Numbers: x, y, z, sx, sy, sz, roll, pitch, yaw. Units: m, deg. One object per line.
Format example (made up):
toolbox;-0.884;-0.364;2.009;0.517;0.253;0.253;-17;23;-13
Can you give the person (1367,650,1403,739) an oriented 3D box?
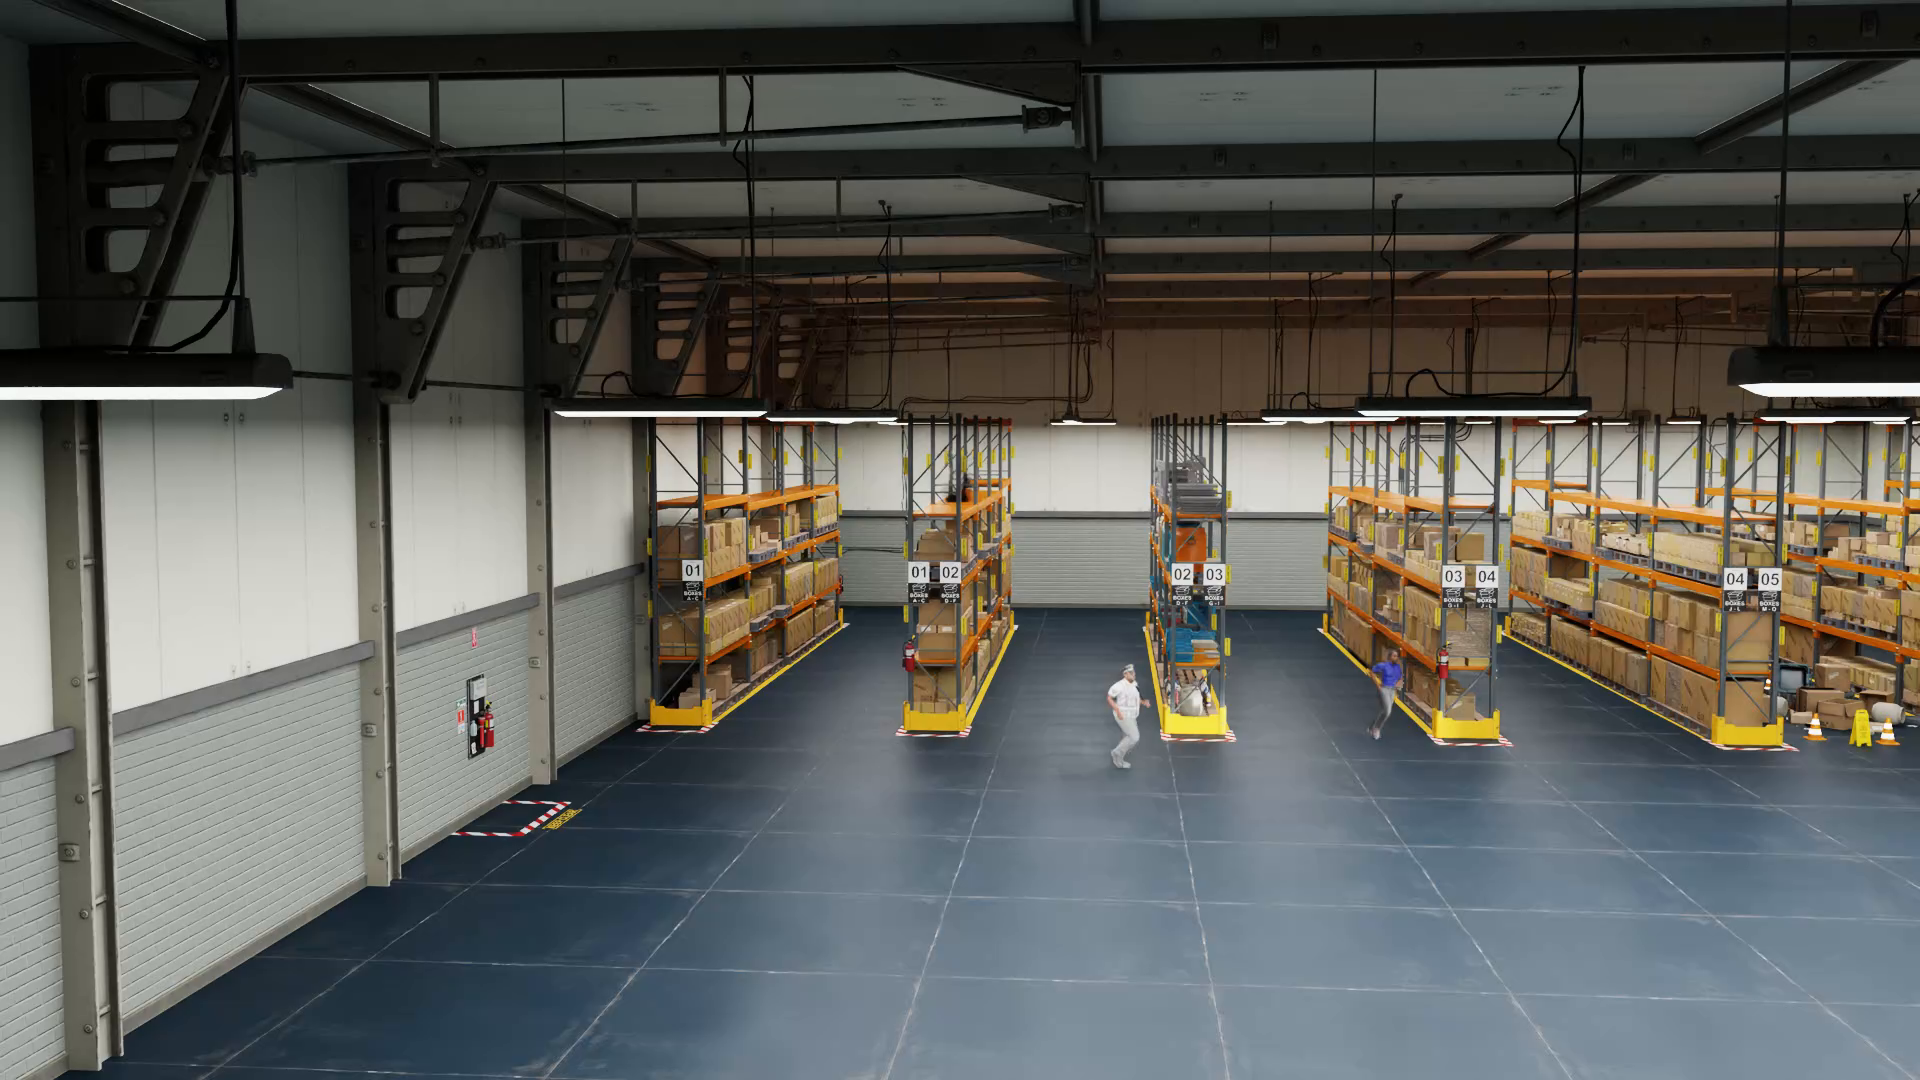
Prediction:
person;7.890;2.855;30.776;0.597;1.655;0.636;-2;4;-28

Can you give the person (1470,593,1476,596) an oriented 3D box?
person;13.785;1.870;44.377;0.697;1.770;0.689;1;4;17

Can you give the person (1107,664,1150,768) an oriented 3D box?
person;2.872;2.959;28.006;0.632;1.760;0.639;3;5;35
